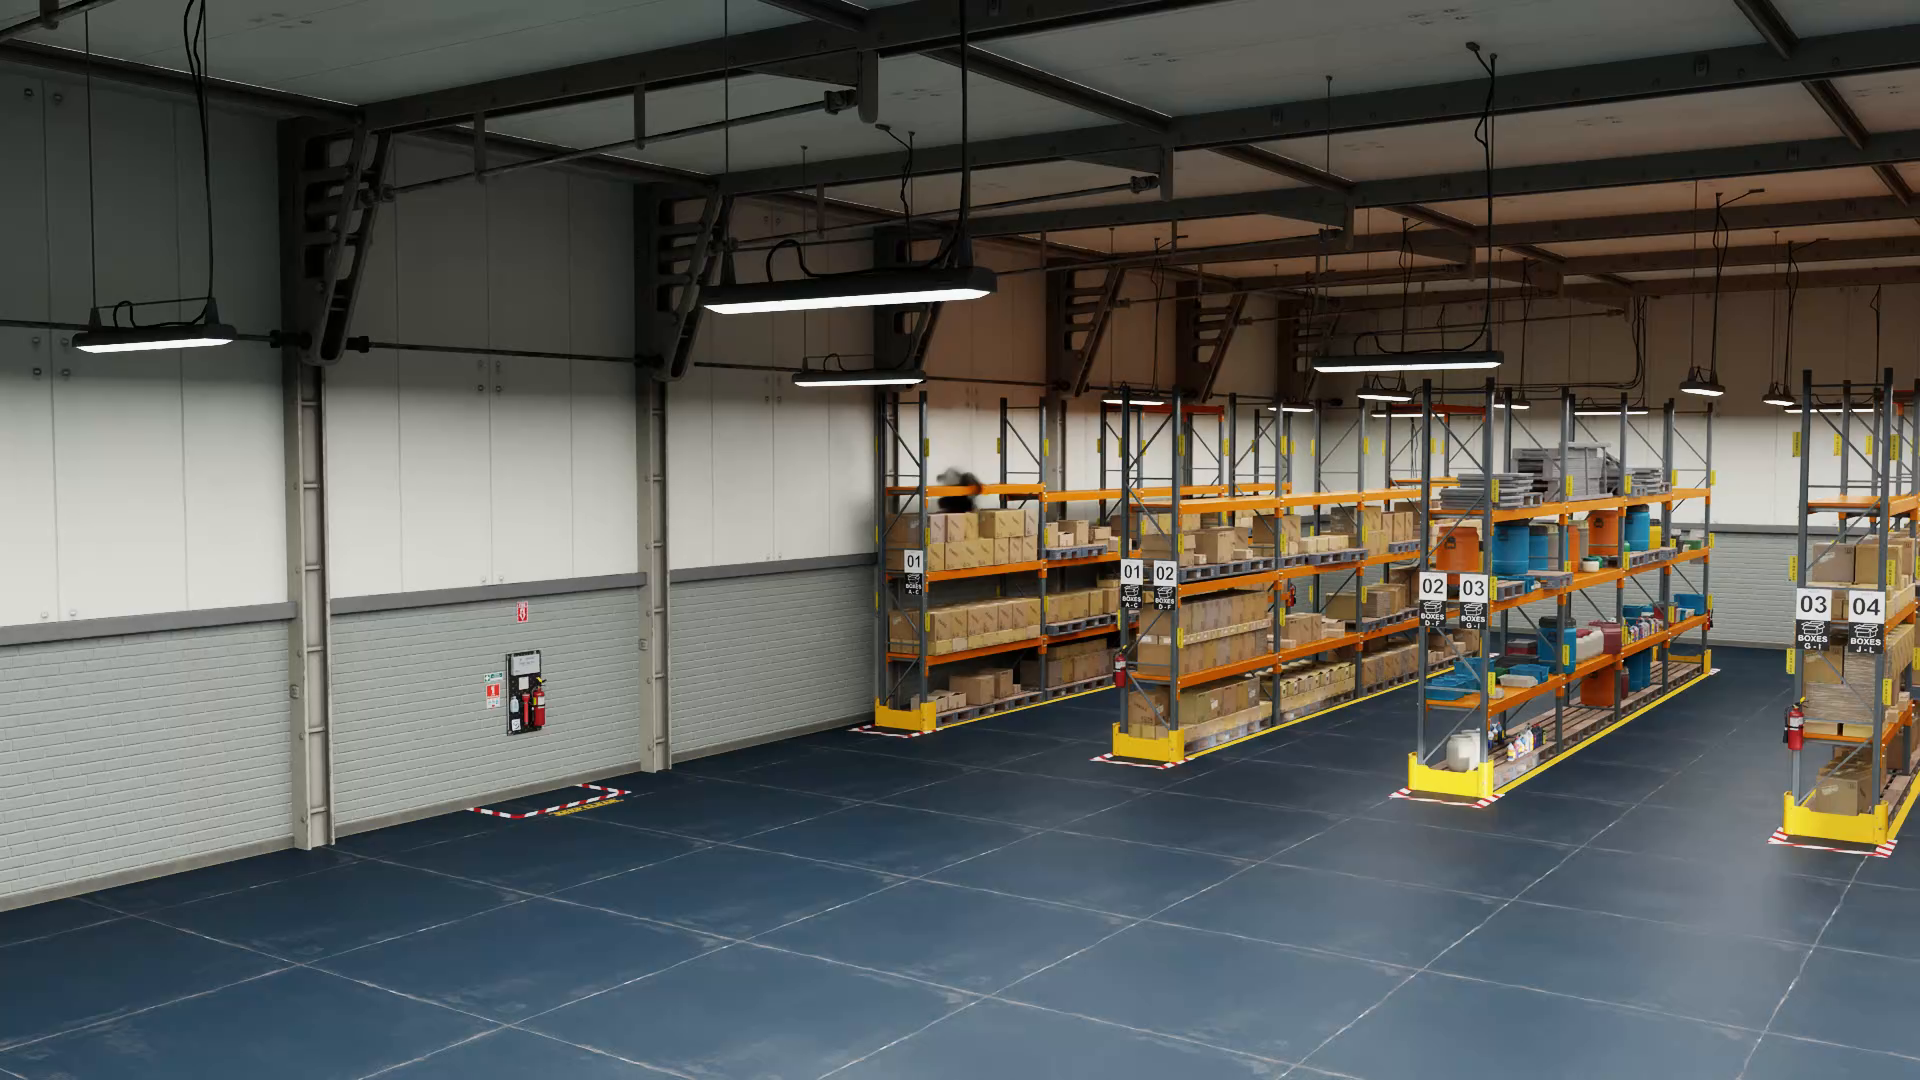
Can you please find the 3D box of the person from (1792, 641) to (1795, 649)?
[{"bbox_3d":[16.165,2.408,31.583,0.686,1.724,0.947,2,4,34],"label":"person"}]
